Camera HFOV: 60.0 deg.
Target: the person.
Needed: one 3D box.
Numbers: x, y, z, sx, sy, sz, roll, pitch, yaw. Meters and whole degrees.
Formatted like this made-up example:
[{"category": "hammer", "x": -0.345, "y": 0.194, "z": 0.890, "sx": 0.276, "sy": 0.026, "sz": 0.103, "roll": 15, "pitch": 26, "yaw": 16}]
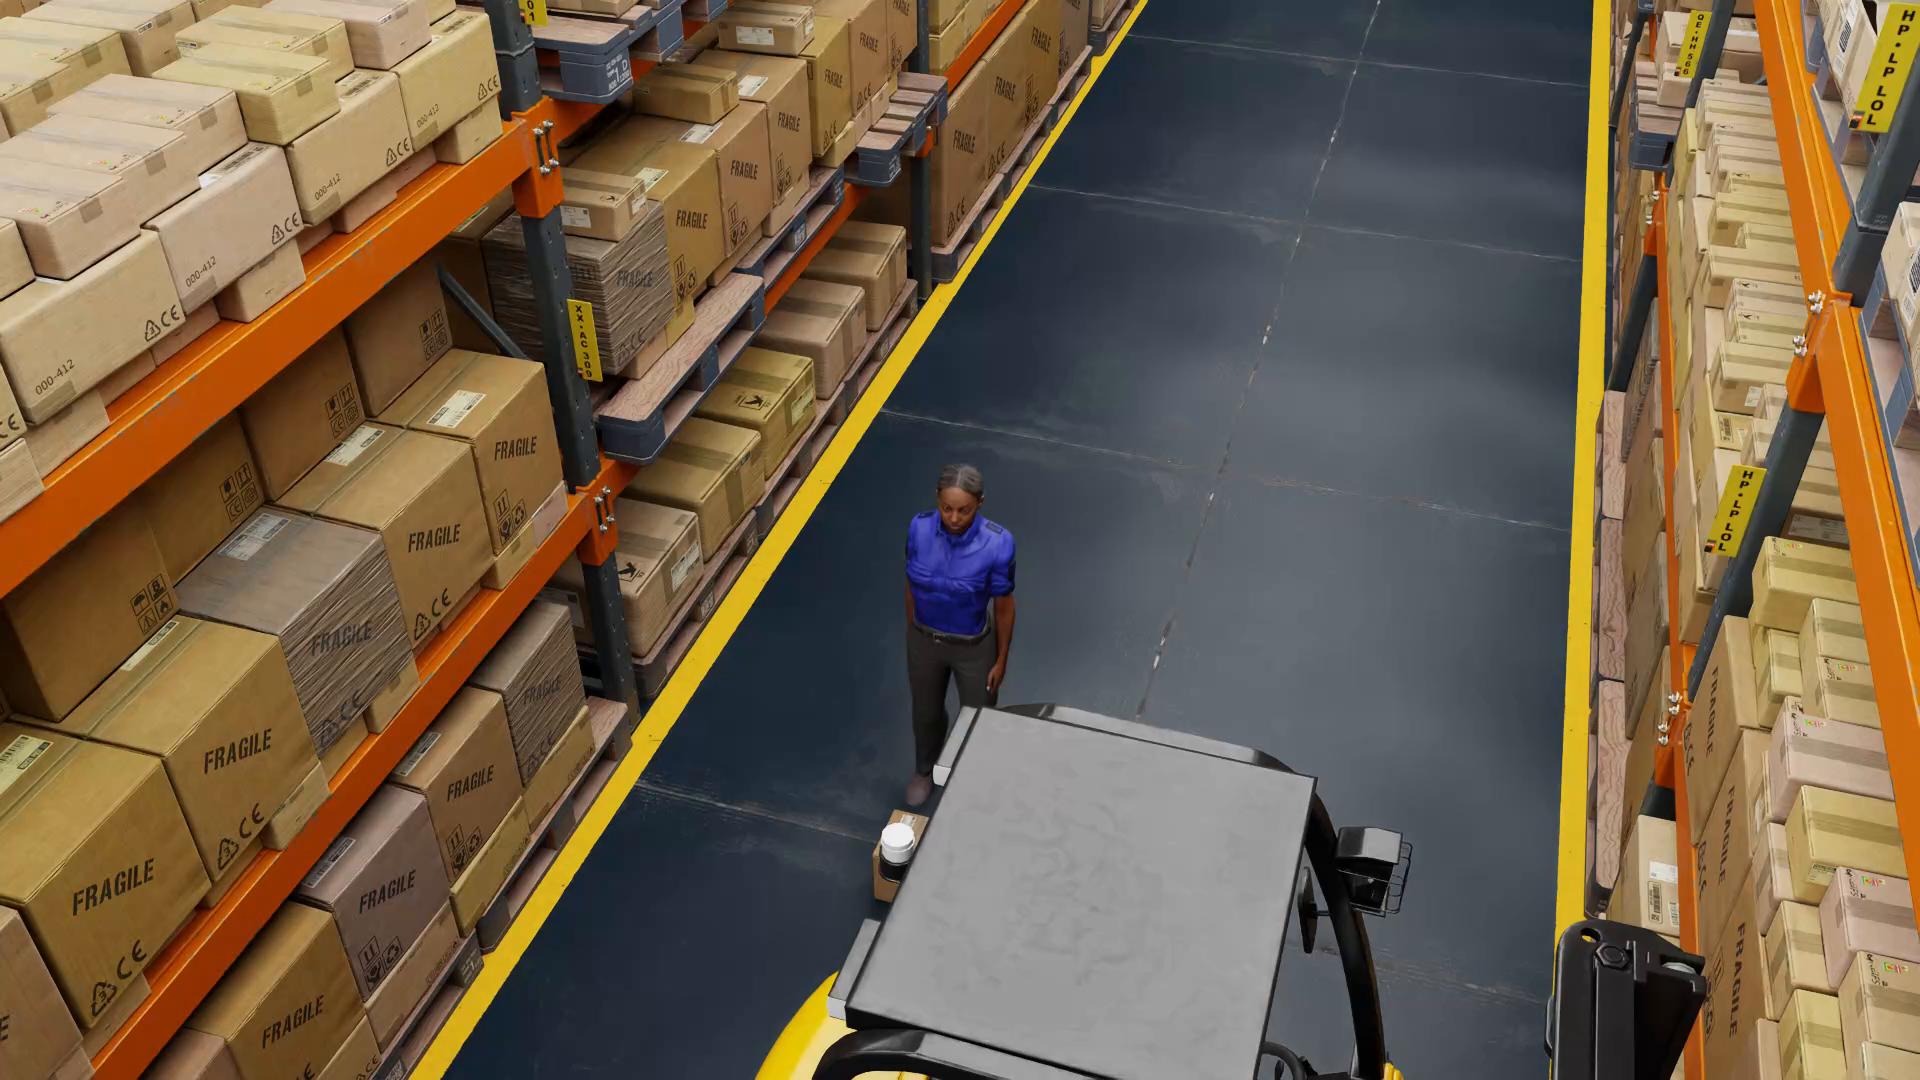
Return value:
[{"category": "person", "x": -0.009, "y": 0.424, "z": 6.381, "sx": 0.444, "sy": 1.678, "sz": 0.324, "roll": 12, "pitch": 39, "yaw": 15}]
